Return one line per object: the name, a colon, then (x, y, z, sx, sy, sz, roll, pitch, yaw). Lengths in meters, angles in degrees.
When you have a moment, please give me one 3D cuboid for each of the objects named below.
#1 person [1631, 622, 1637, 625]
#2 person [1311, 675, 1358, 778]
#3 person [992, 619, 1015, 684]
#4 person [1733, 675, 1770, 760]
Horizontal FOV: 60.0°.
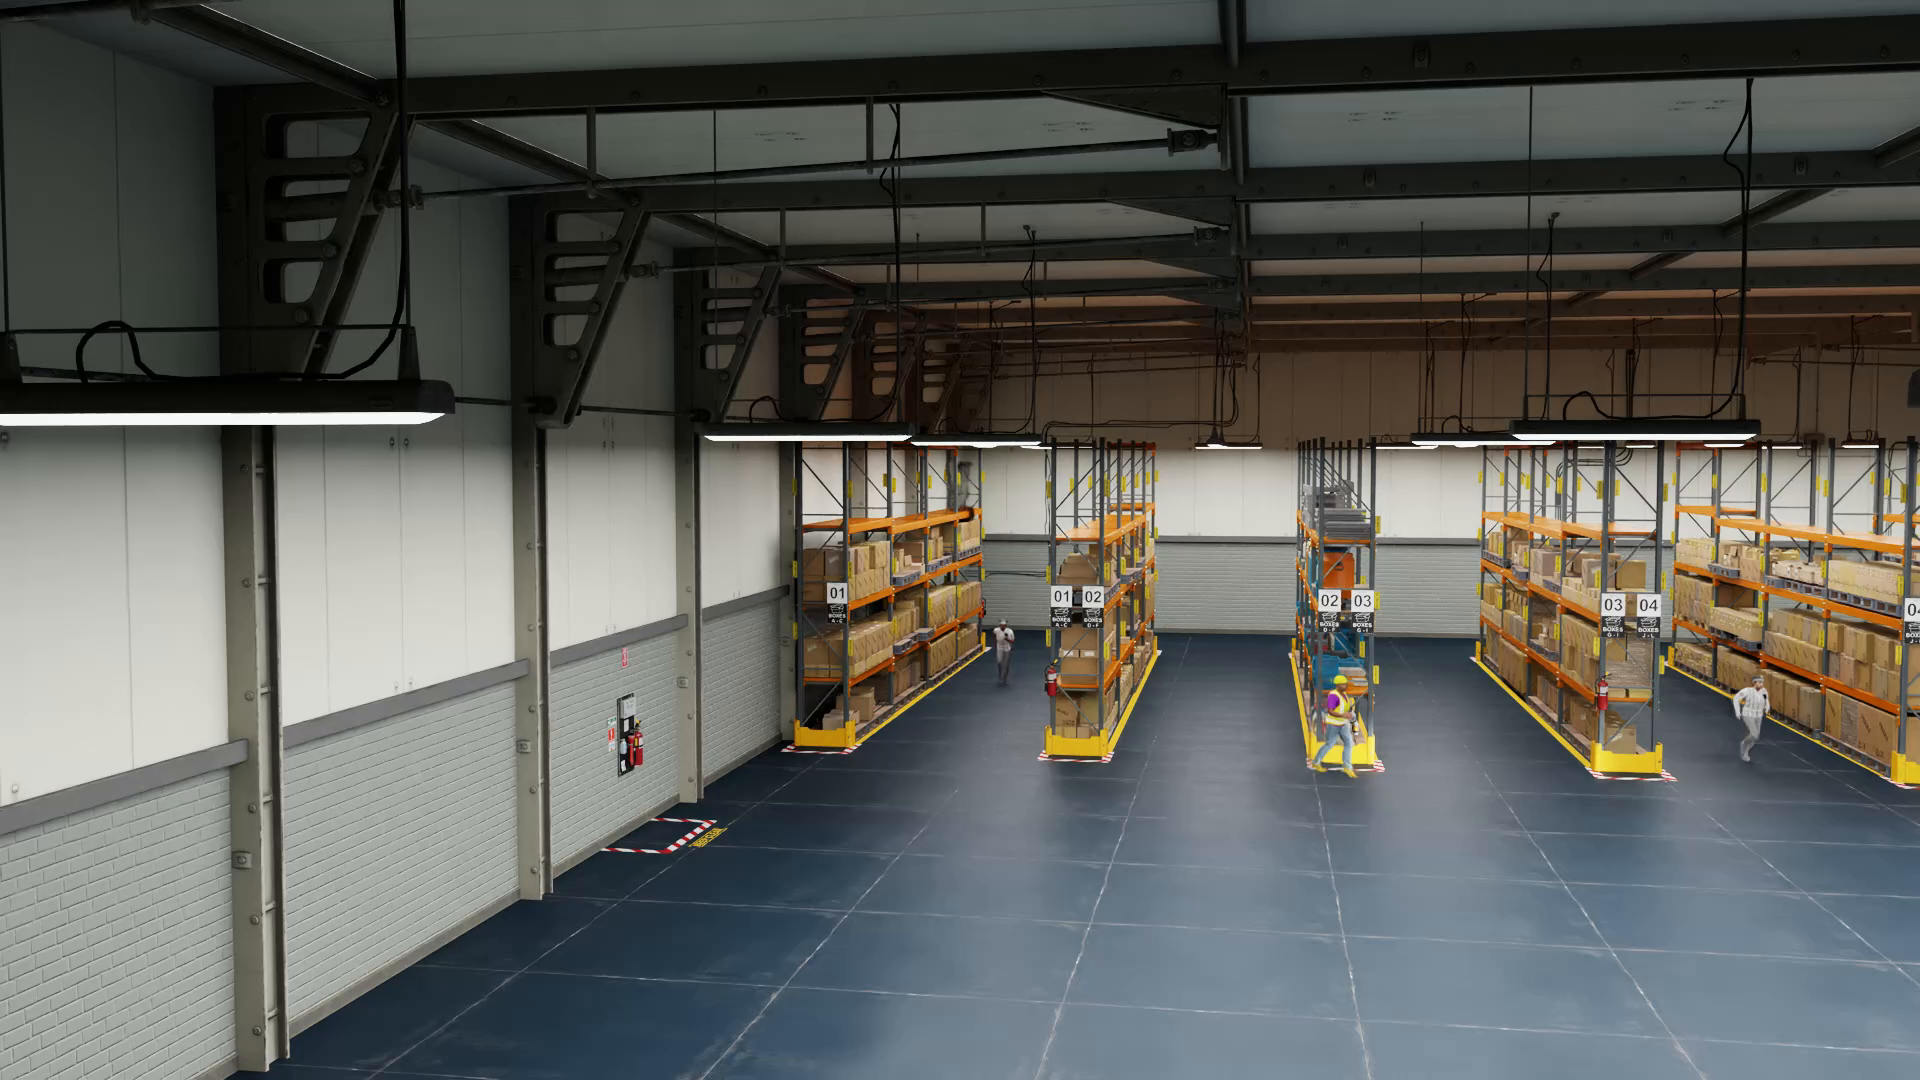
person: (16.340, 2.739, 40.841, 0.755, 1.743, 1.065, 0, 3, 0)
person: (6.616, 3.291, 29.316, 0.845, 1.839, 0.698, 3, 4, 41)
person: (1.072, 2.730, 40.953, 0.566, 1.631, 0.882, 0, 3, 5)
person: (14.642, 3.274, 30.659, 0.582, 1.624, 0.649, -1, 3, -12)
